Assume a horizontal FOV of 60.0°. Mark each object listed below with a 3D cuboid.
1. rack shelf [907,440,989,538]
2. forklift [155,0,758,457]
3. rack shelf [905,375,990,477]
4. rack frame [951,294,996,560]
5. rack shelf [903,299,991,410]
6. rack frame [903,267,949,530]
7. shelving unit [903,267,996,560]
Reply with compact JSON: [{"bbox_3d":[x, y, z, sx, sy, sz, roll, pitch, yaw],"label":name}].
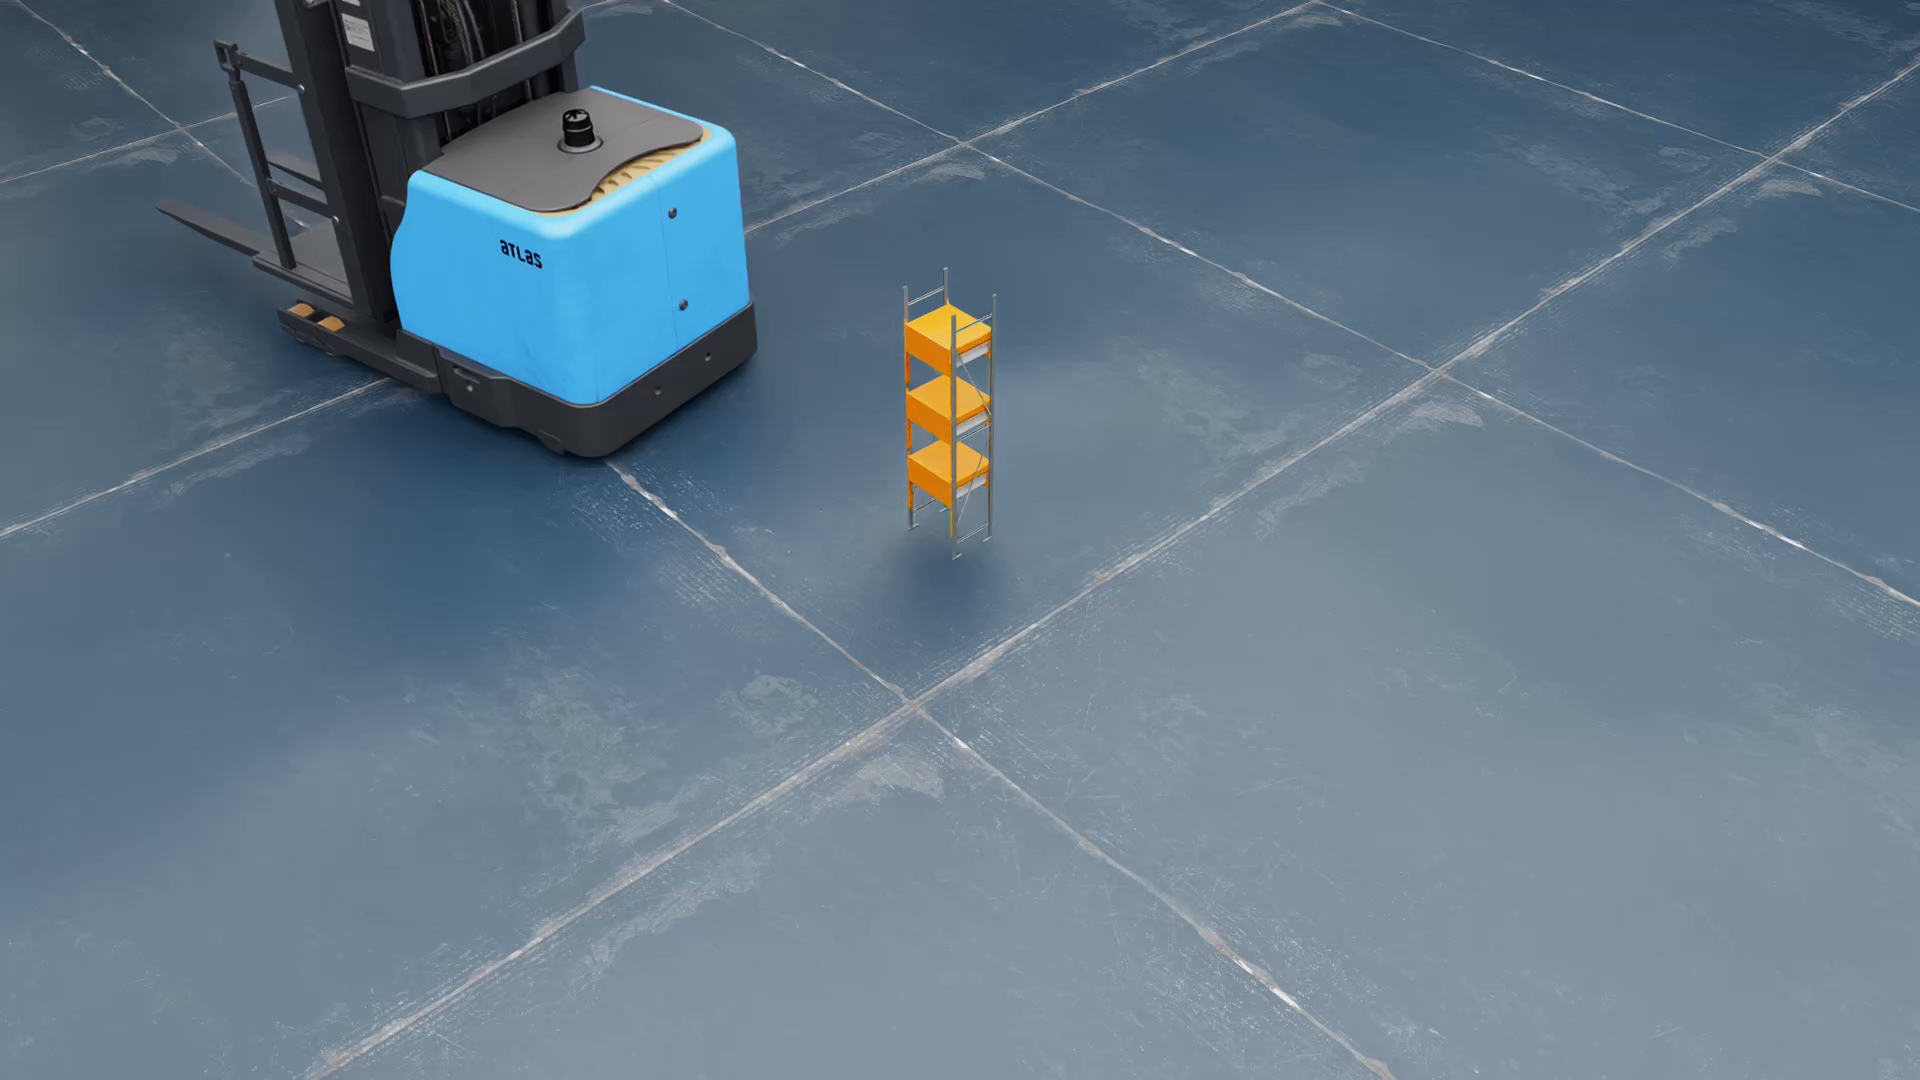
[{"bbox_3d":[-0.036,-0.209,6.132,0.215,0.259,0.240,-30,48,-32],"label":"rack shelf"},{"bbox_3d":[-2.375,-2.192,6.632,3.031,2.935,1.130,23,44,26],"label":"forklift"},{"bbox_3d":[-0.036,-0.425,5.957,0.215,0.259,0.240,-30,48,-32],"label":"rack shelf"},{"bbox_3d":[0.046,-0.377,5.881,0.200,1.050,0.008,-30,48,-32],"label":"rack frame"},{"bbox_3d":[-0.036,-0.646,5.779,0.215,0.259,0.240,-30,48,-32],"label":"rack shelf"},{"bbox_3d":[-0.119,-0.490,6.021,0.200,1.050,0.008,-30,48,-32],"label":"rack frame"},{"bbox_3d":[-0.036,-0.433,5.951,0.215,1.050,0.252,-30,48,-32],"label":"shelving unit"}]
